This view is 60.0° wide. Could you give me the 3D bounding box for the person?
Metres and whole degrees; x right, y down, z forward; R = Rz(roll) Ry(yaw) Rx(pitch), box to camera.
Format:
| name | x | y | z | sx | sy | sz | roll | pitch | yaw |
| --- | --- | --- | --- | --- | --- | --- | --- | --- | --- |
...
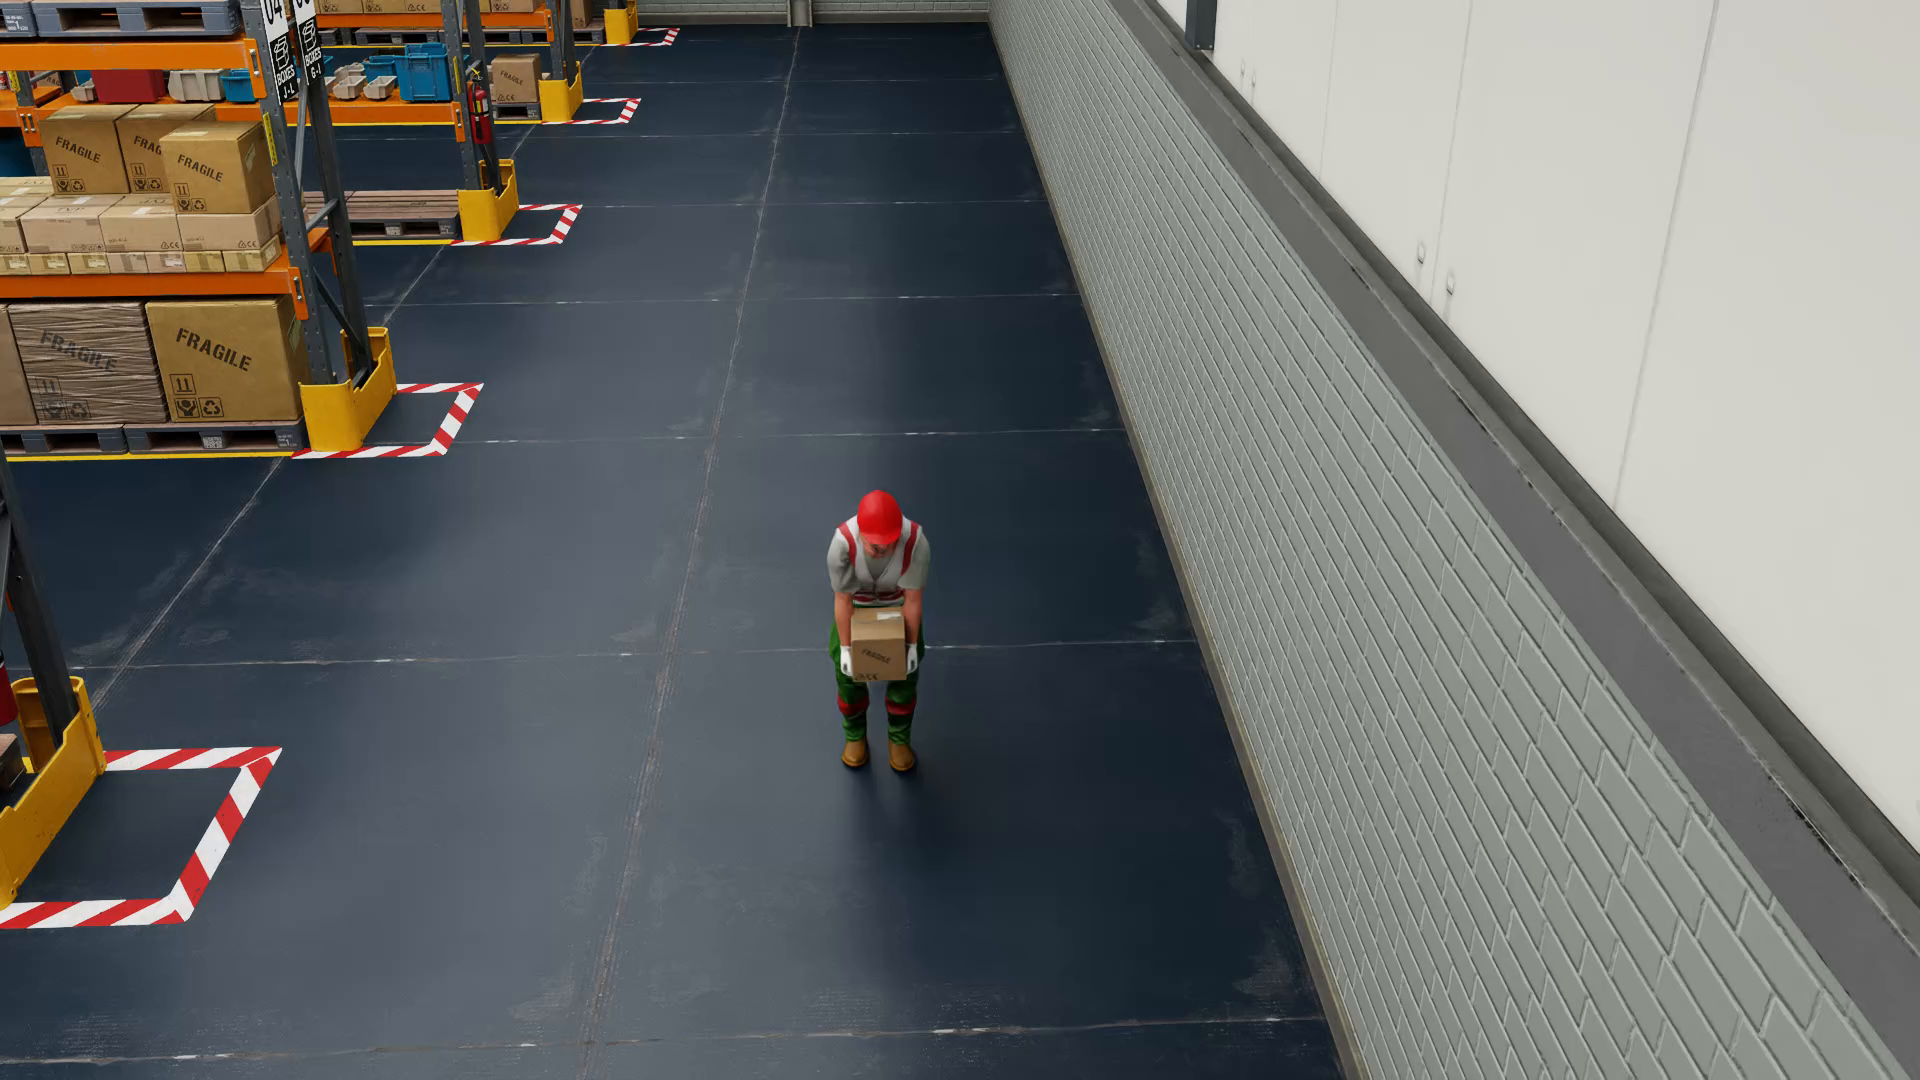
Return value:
| name | x | y | z | sx | sy | sz | roll | pitch | yaw |
| --- | --- | --- | --- | --- | --- | --- | --- | --- | --- |
| person | -0.388 | 0.416 | 7.960 | 0.492 | 1.628 | 0.739 | -2 | 27 | -4 |
